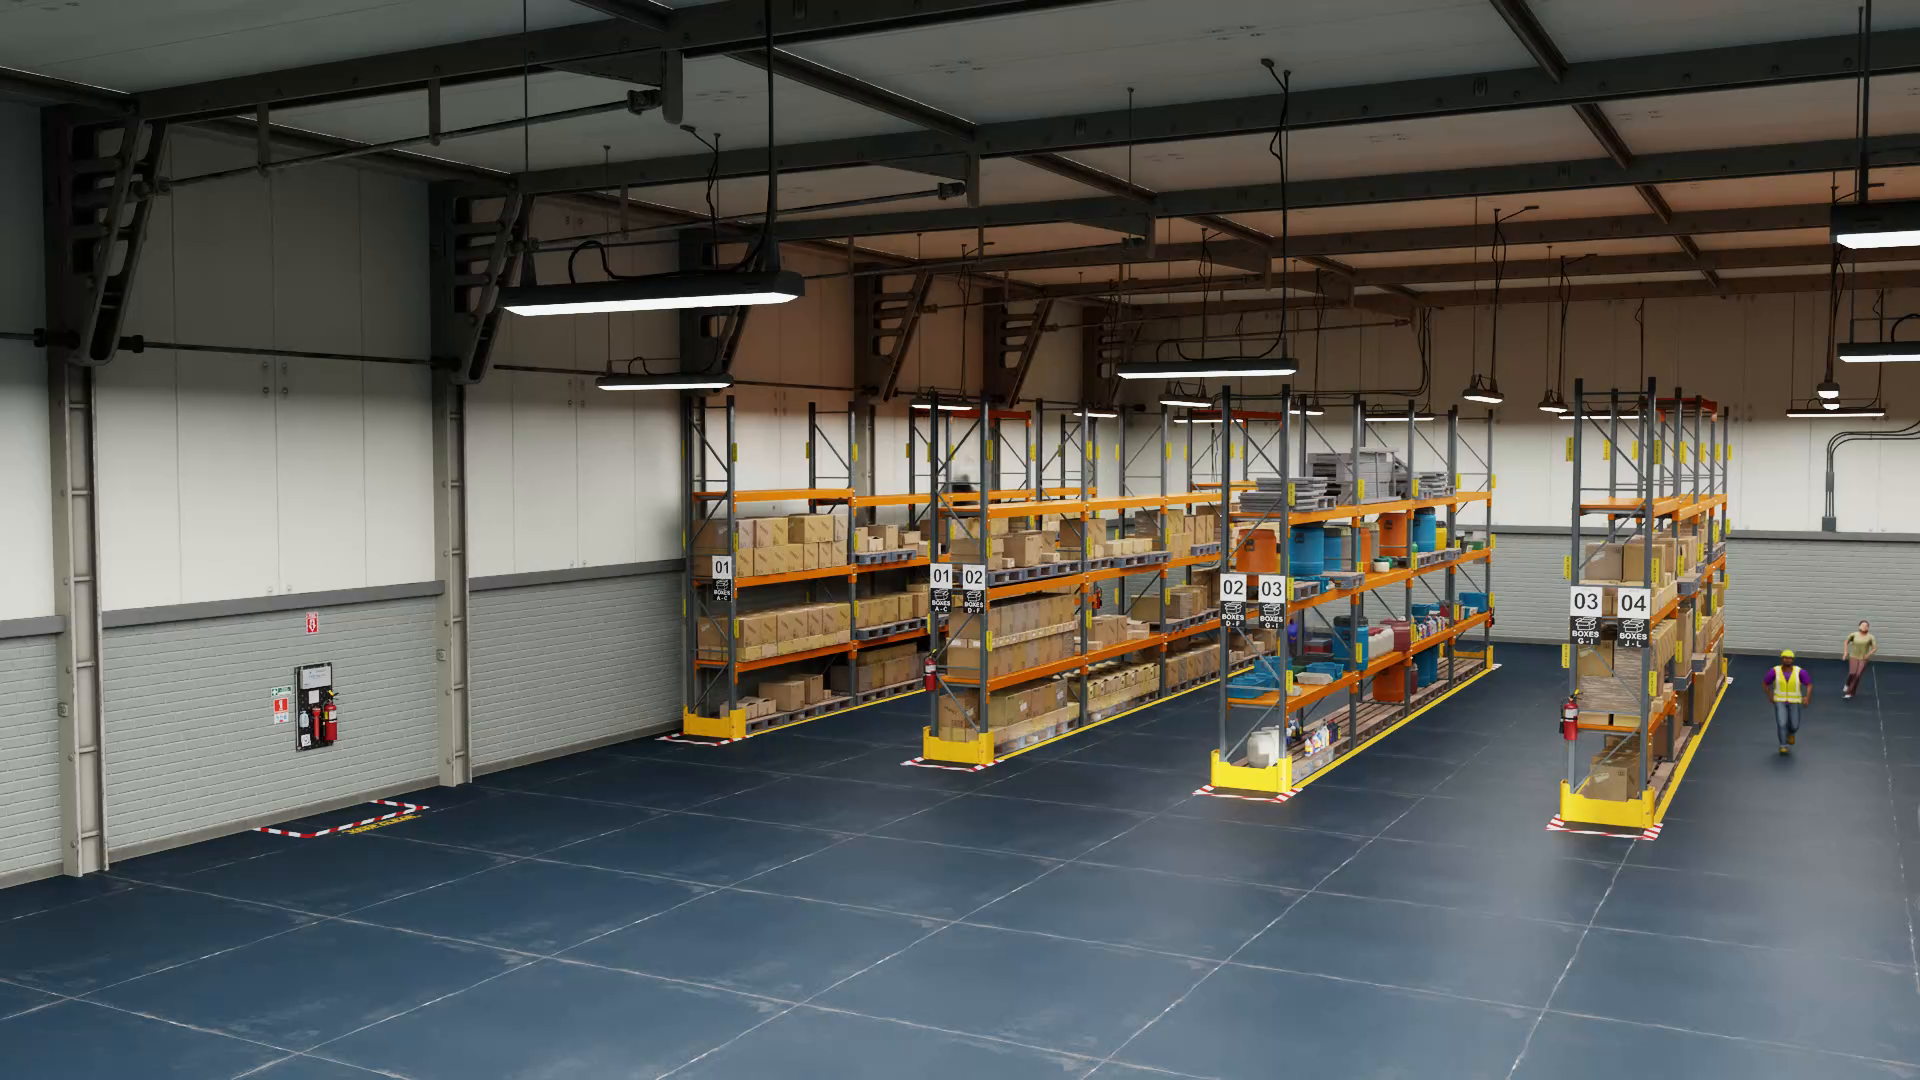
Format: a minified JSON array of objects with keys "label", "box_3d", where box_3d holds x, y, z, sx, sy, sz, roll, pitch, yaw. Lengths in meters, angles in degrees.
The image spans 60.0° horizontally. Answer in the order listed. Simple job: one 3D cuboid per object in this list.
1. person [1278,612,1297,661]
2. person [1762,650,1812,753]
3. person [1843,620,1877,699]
[{"label":"person","box_3d":[6.974,2.311,35.089,0.576,1.640,0.892,1,3,20]},{"label":"person","box_3d":[13.770,2.683,27.701,0.749,1.724,0.623,1,3,23]},{"label":"person","box_3d":[18.221,2.429,33.669,0.601,1.608,0.525,2,3,29]}]
